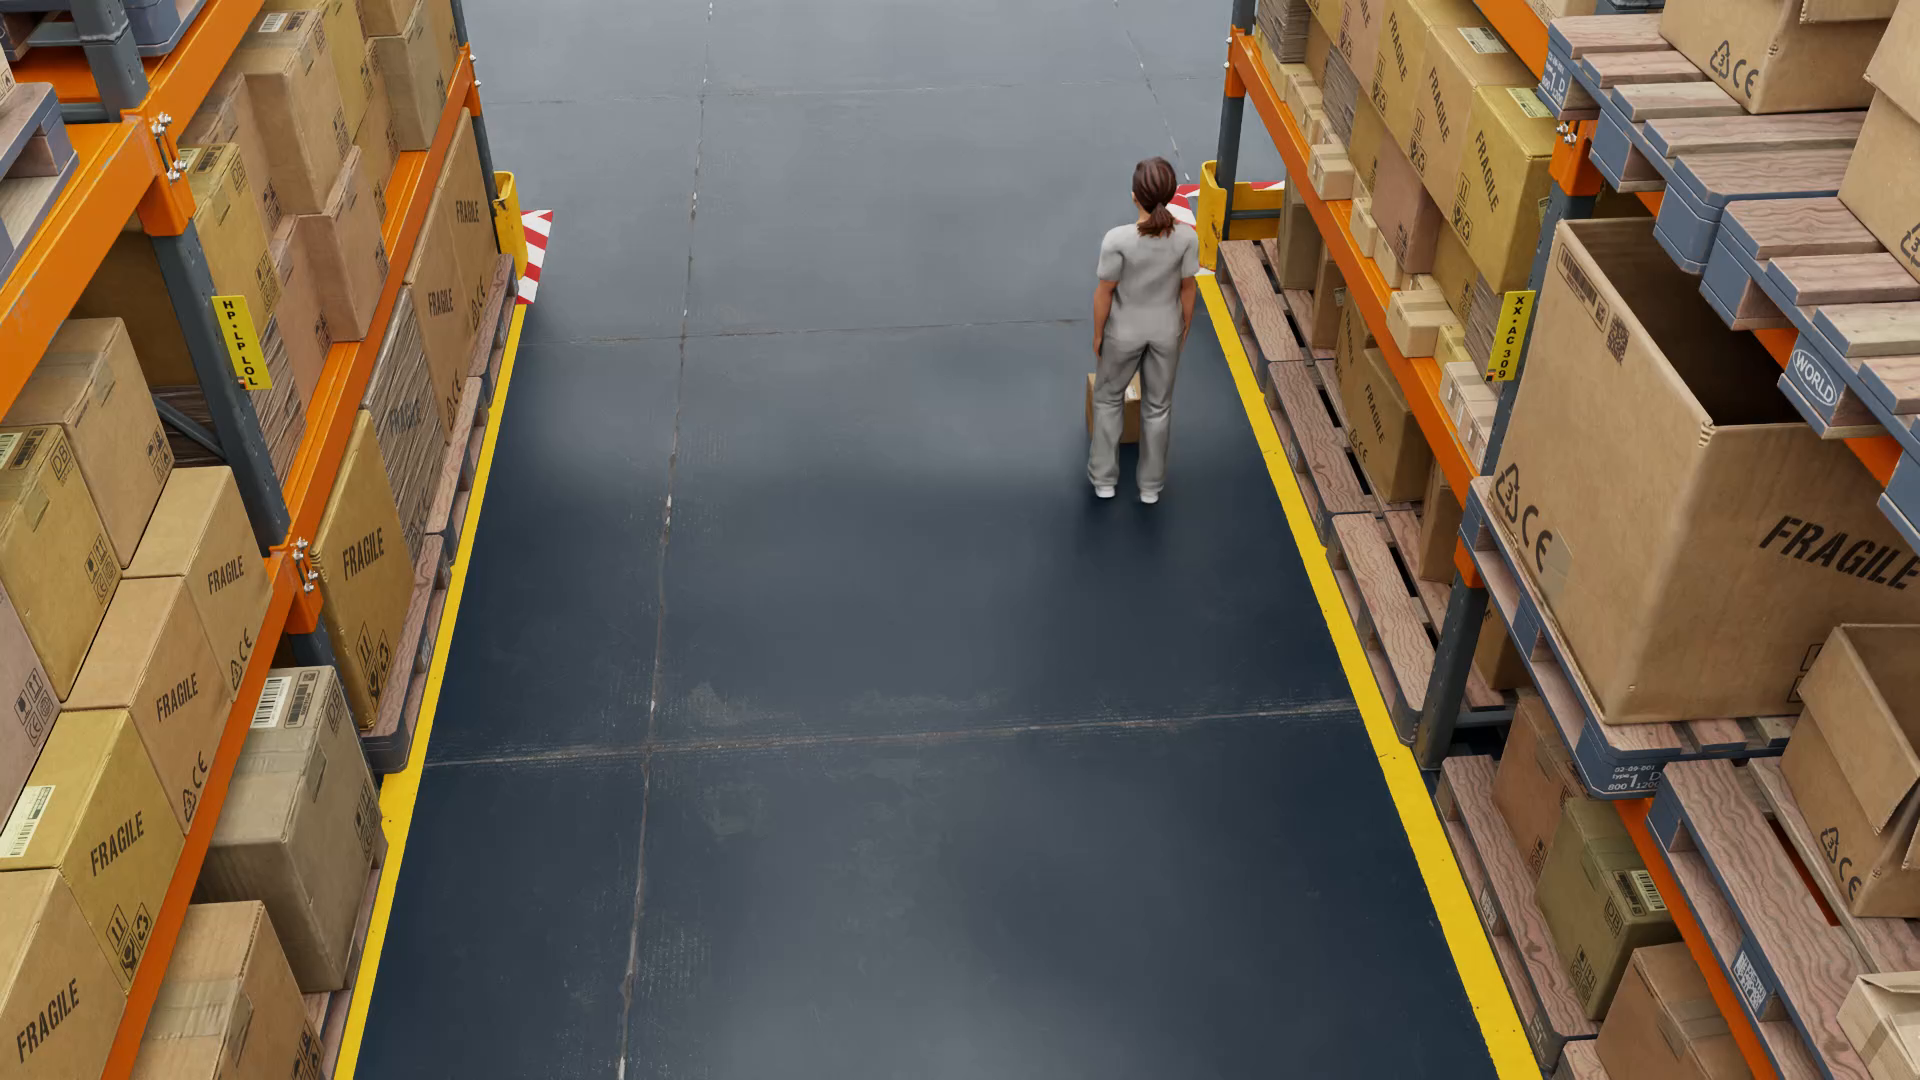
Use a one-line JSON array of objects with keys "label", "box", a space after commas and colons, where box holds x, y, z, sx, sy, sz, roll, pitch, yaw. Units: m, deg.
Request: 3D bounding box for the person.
[{"label": "person", "box": [0.789, -0.891, 7.266, 0.444, 1.695, 0.393, -3, 39, -4]}]
